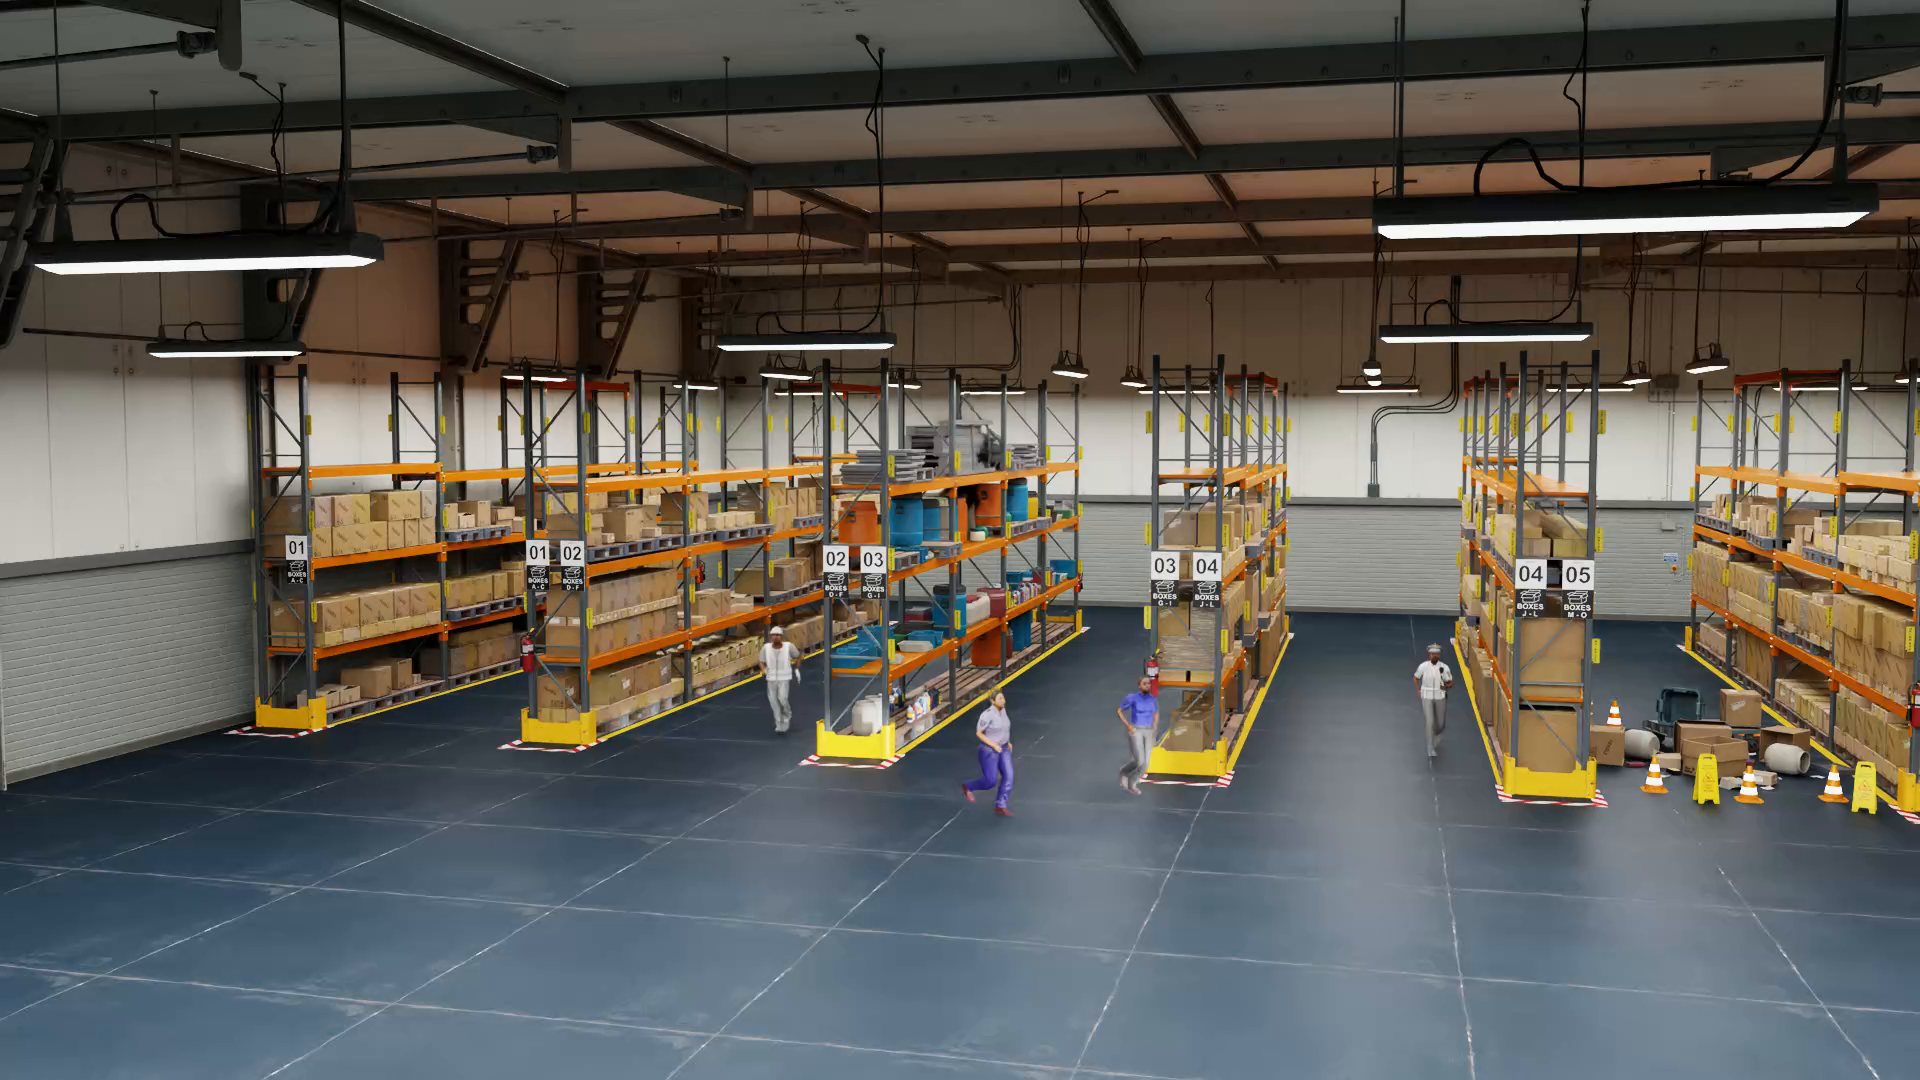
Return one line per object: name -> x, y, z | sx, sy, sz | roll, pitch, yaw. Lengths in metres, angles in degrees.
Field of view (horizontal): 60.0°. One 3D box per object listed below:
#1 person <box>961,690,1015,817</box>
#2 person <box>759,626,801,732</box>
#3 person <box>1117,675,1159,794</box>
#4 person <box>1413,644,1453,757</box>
person -> 0.390, 2.727, 21.467 | 0.760, 1.620, 0.603 | 3, 5, 41
person -> -2.926, 2.261, 26.862 | 0.667, 1.734, 0.738 | 0, 4, 6
person -> 2.464, 2.649, 22.586 | 0.608, 1.599, 0.500 | -2, 4, -25
person -> 7.218, 2.414, 25.375 | 0.588, 1.669, 0.834 | 1, 4, 11
